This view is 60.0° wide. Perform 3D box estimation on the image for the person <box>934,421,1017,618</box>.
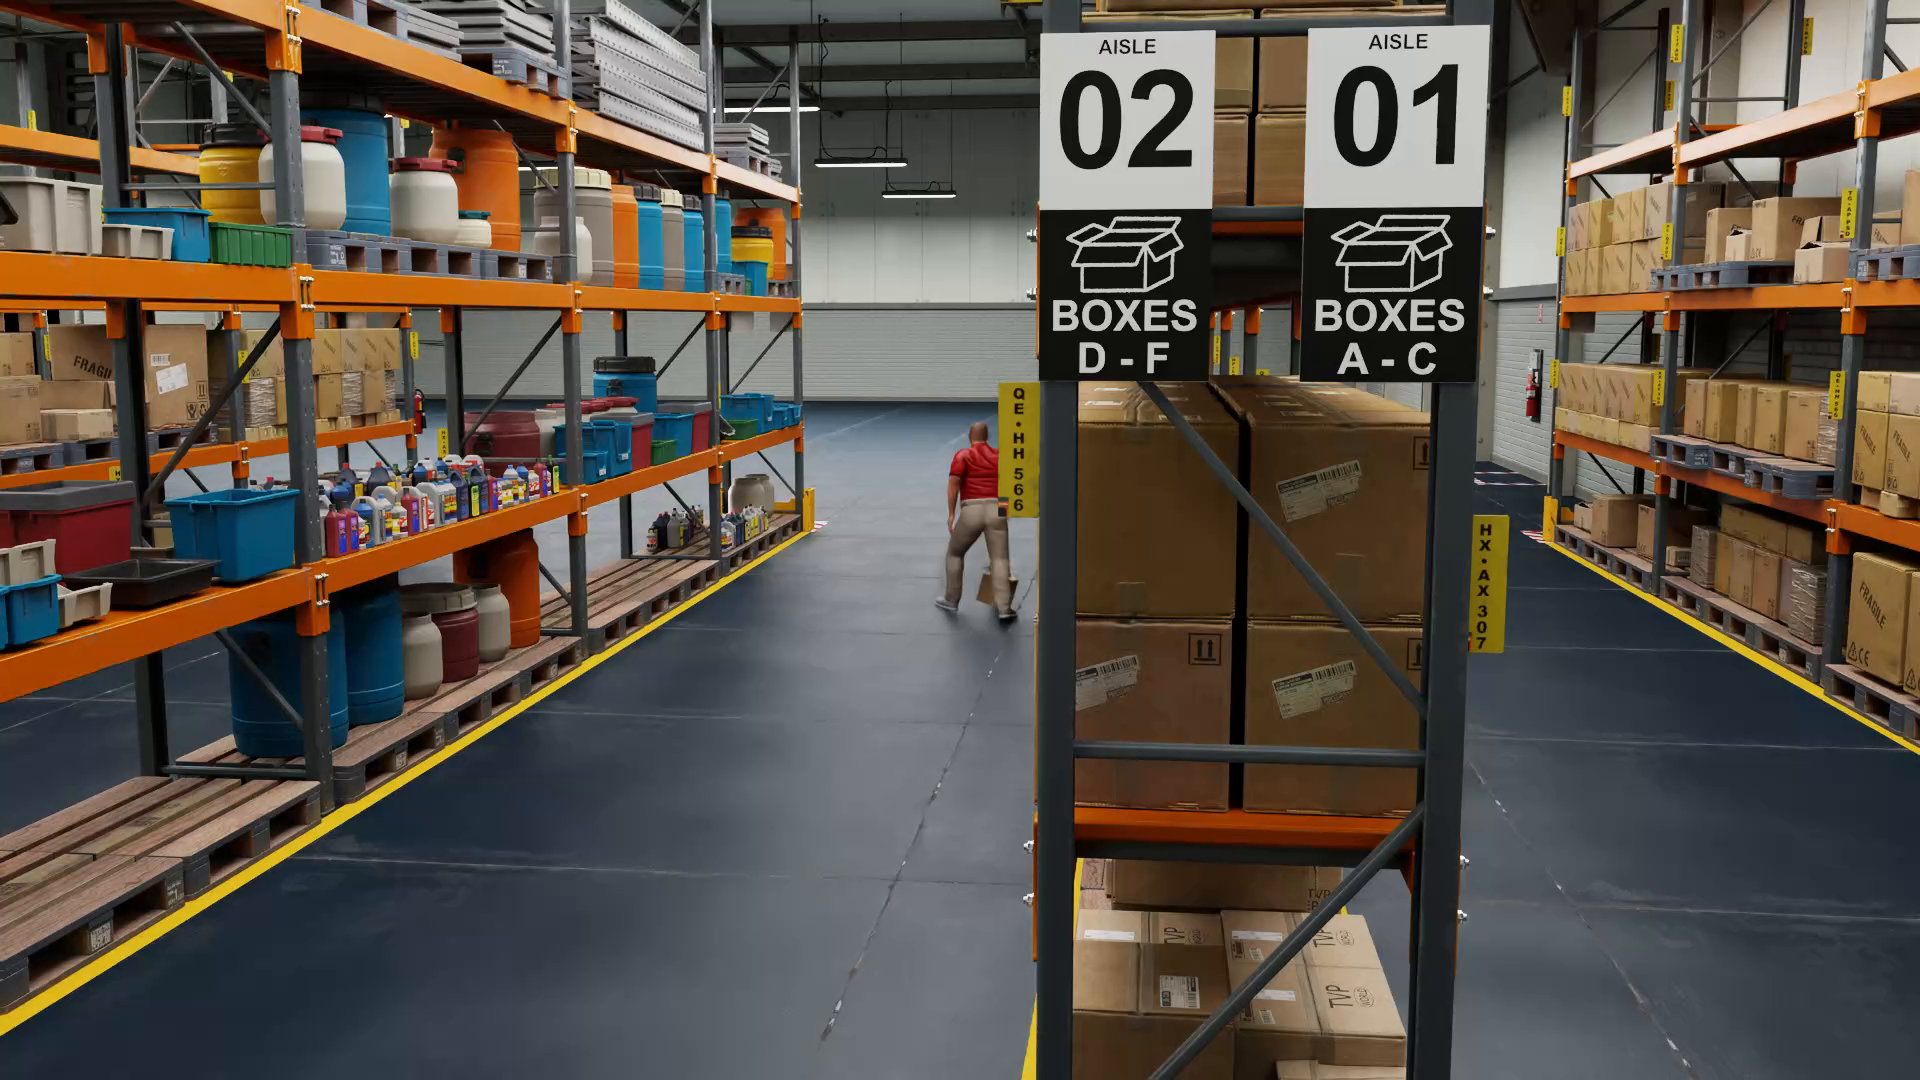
[{"bbox_3d":[0.164,-0.183,14.357,0.696,1.671,0.815,-1,8,-9],"label":"person"}]
